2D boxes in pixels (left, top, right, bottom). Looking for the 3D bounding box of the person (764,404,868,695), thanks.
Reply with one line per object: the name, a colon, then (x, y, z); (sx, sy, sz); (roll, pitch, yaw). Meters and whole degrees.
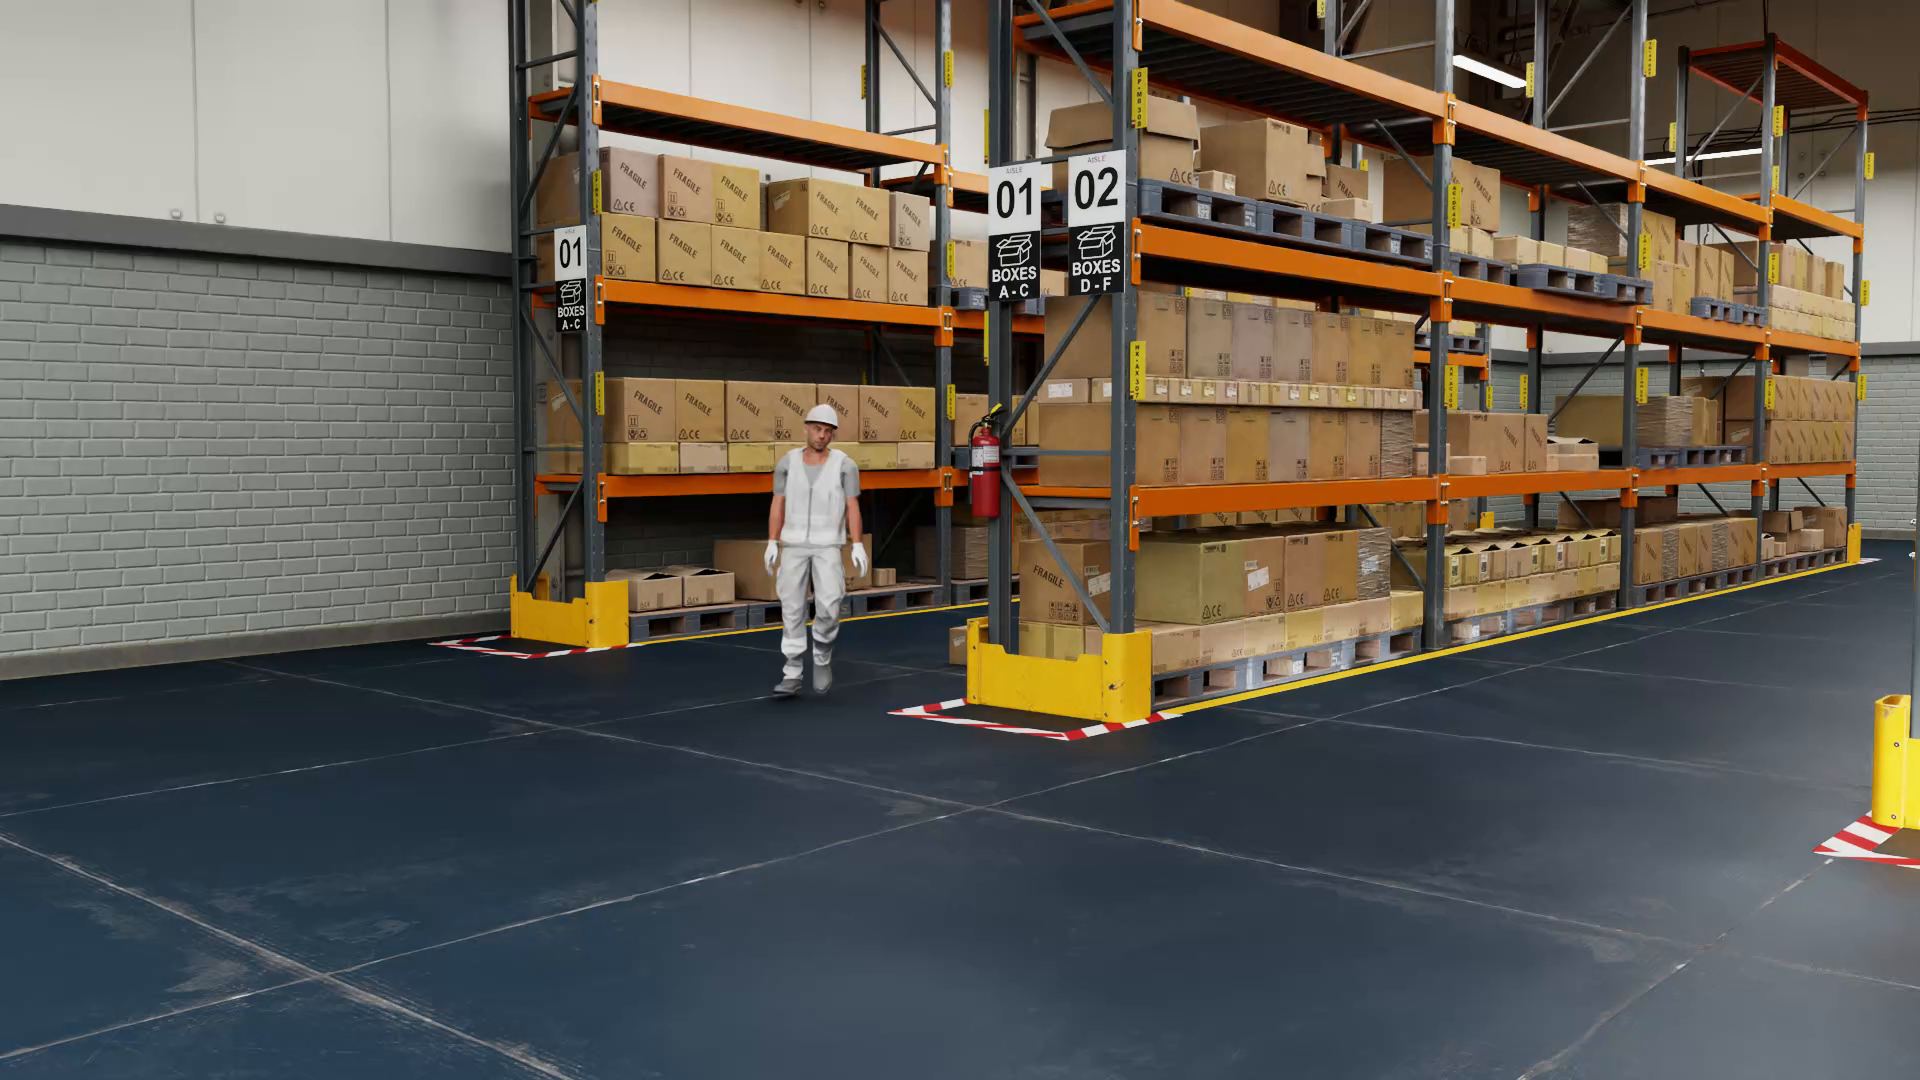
person: (-0.889, 0.063, 10.114); (0.636, 1.778, 0.453); (0, 4, 8)
